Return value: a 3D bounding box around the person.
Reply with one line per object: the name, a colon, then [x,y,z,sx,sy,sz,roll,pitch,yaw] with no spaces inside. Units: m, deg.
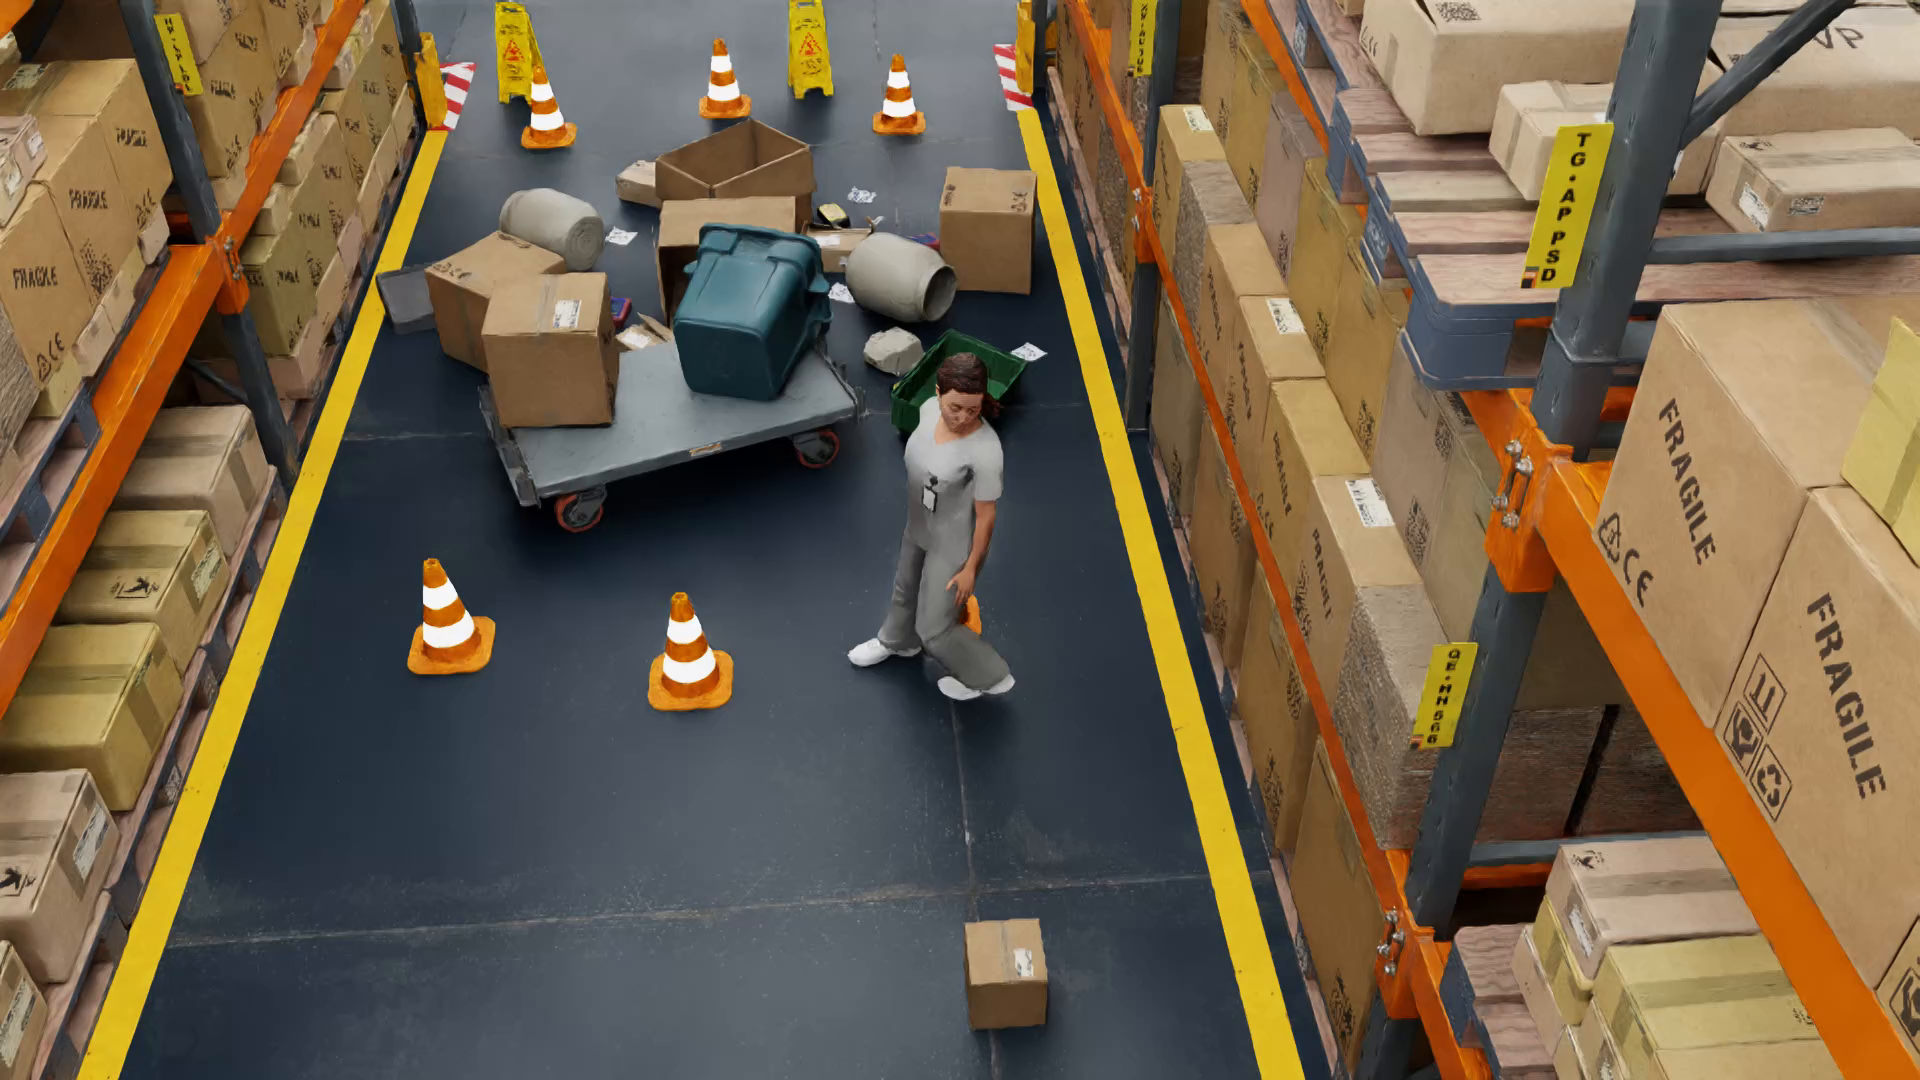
person: [-0.104,-0.052,6.220,0.486,1.642,0.640,-21,44,-23]
